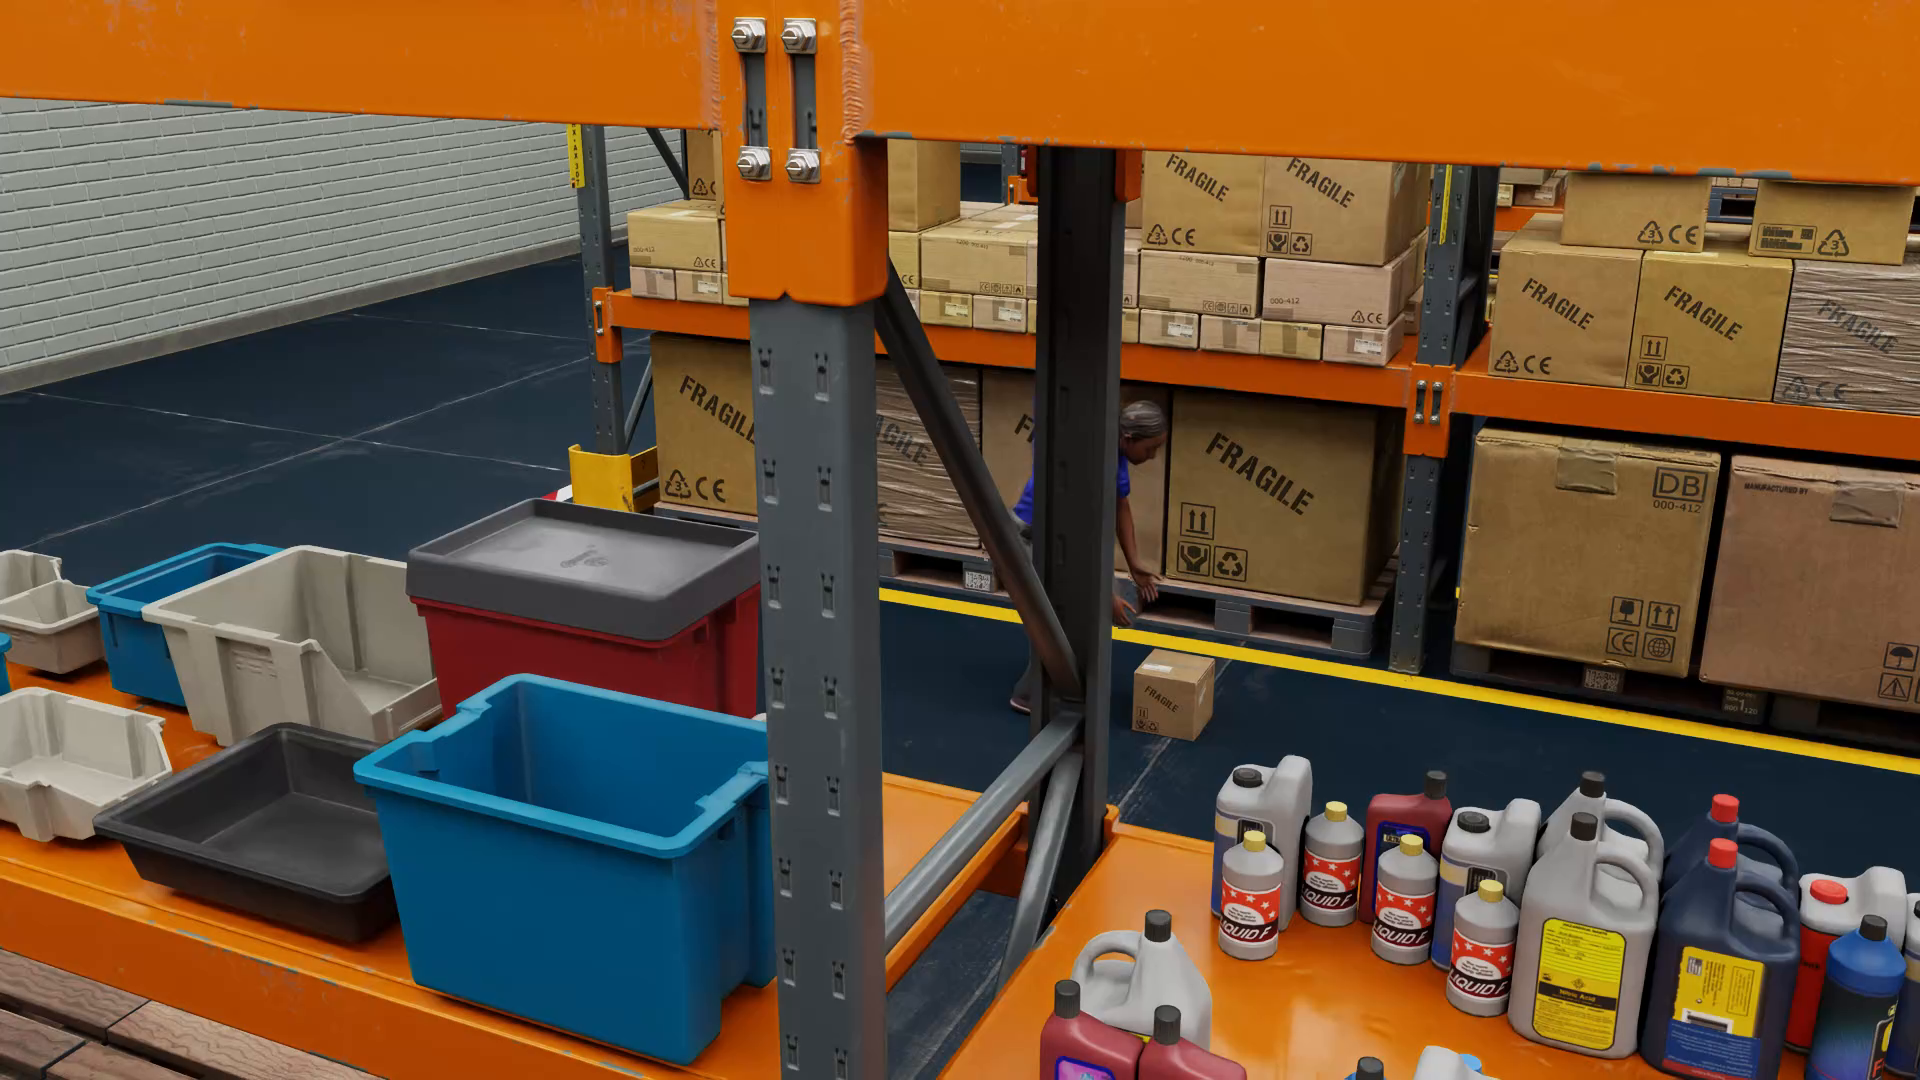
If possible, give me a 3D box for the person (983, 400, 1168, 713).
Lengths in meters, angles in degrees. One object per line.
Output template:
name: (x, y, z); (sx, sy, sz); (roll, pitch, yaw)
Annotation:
person: (0.458, 0.054, 6.512); (0.684, 1.277, 0.497); (8, 21, 23)
